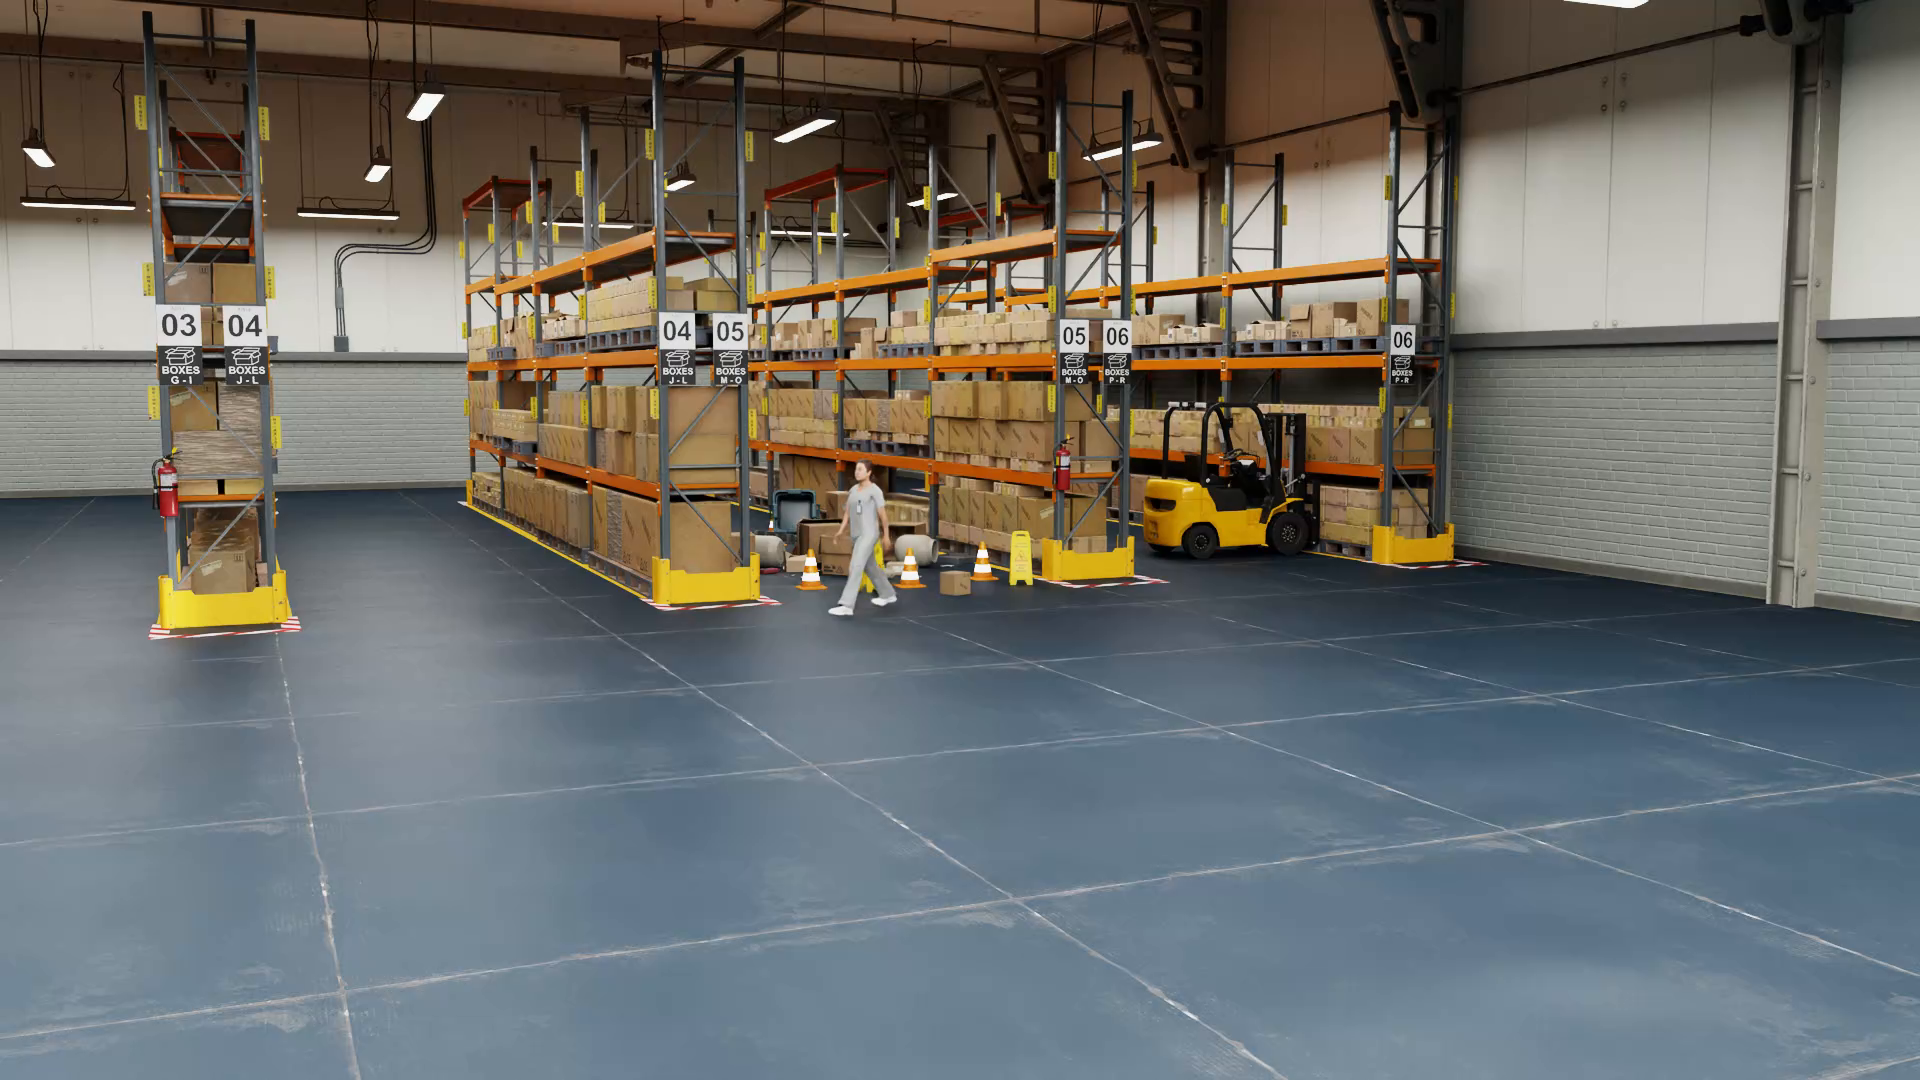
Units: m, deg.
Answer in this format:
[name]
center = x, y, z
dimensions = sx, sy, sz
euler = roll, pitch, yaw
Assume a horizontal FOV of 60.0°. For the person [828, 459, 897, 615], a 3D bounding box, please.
[person]
center = -1.029, -0.049, 17.453
dimensions = 1.047, 1.610, 0.473
euler = -5, 8, -43
